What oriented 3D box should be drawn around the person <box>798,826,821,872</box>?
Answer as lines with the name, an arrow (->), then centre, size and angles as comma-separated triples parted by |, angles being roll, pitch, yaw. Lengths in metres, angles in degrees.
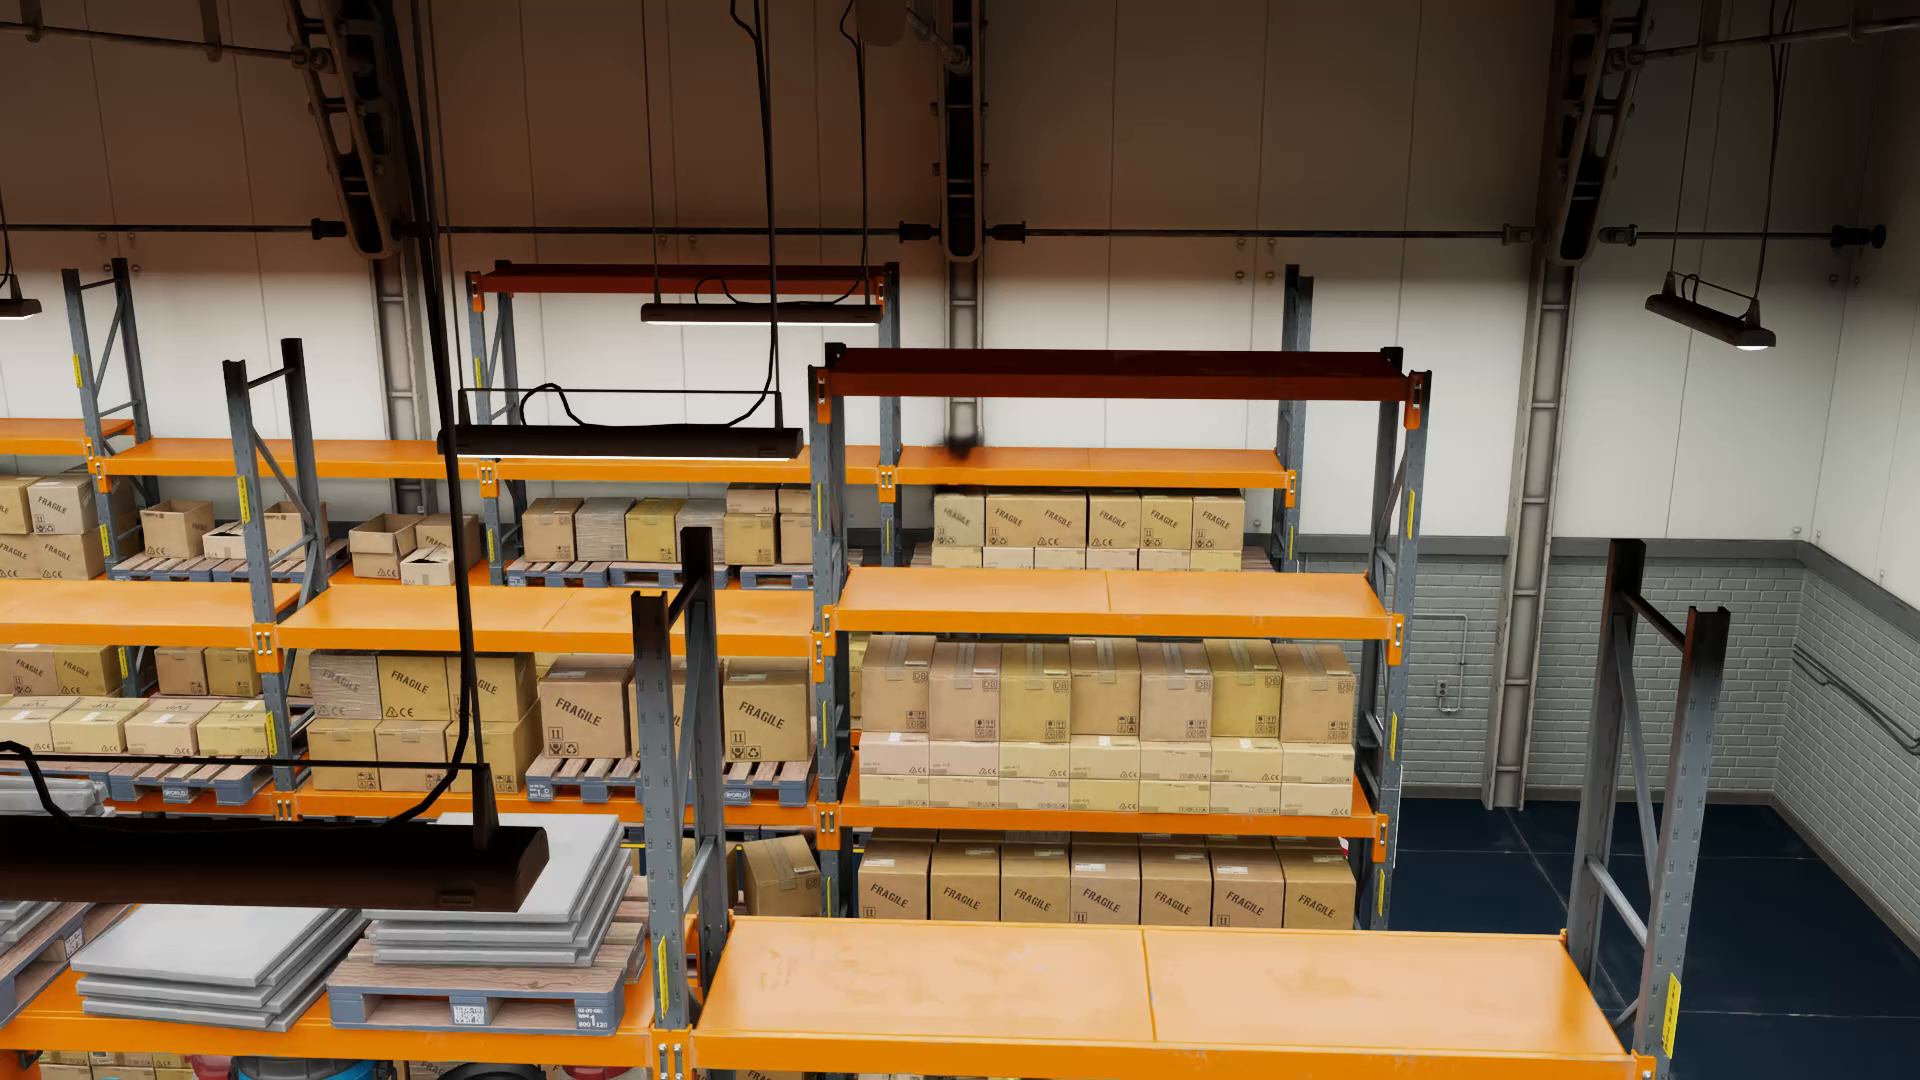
person -> -1.317, 3.173, 14.667 | 0.566, 1.710, 0.472 | 8, 18, 27
